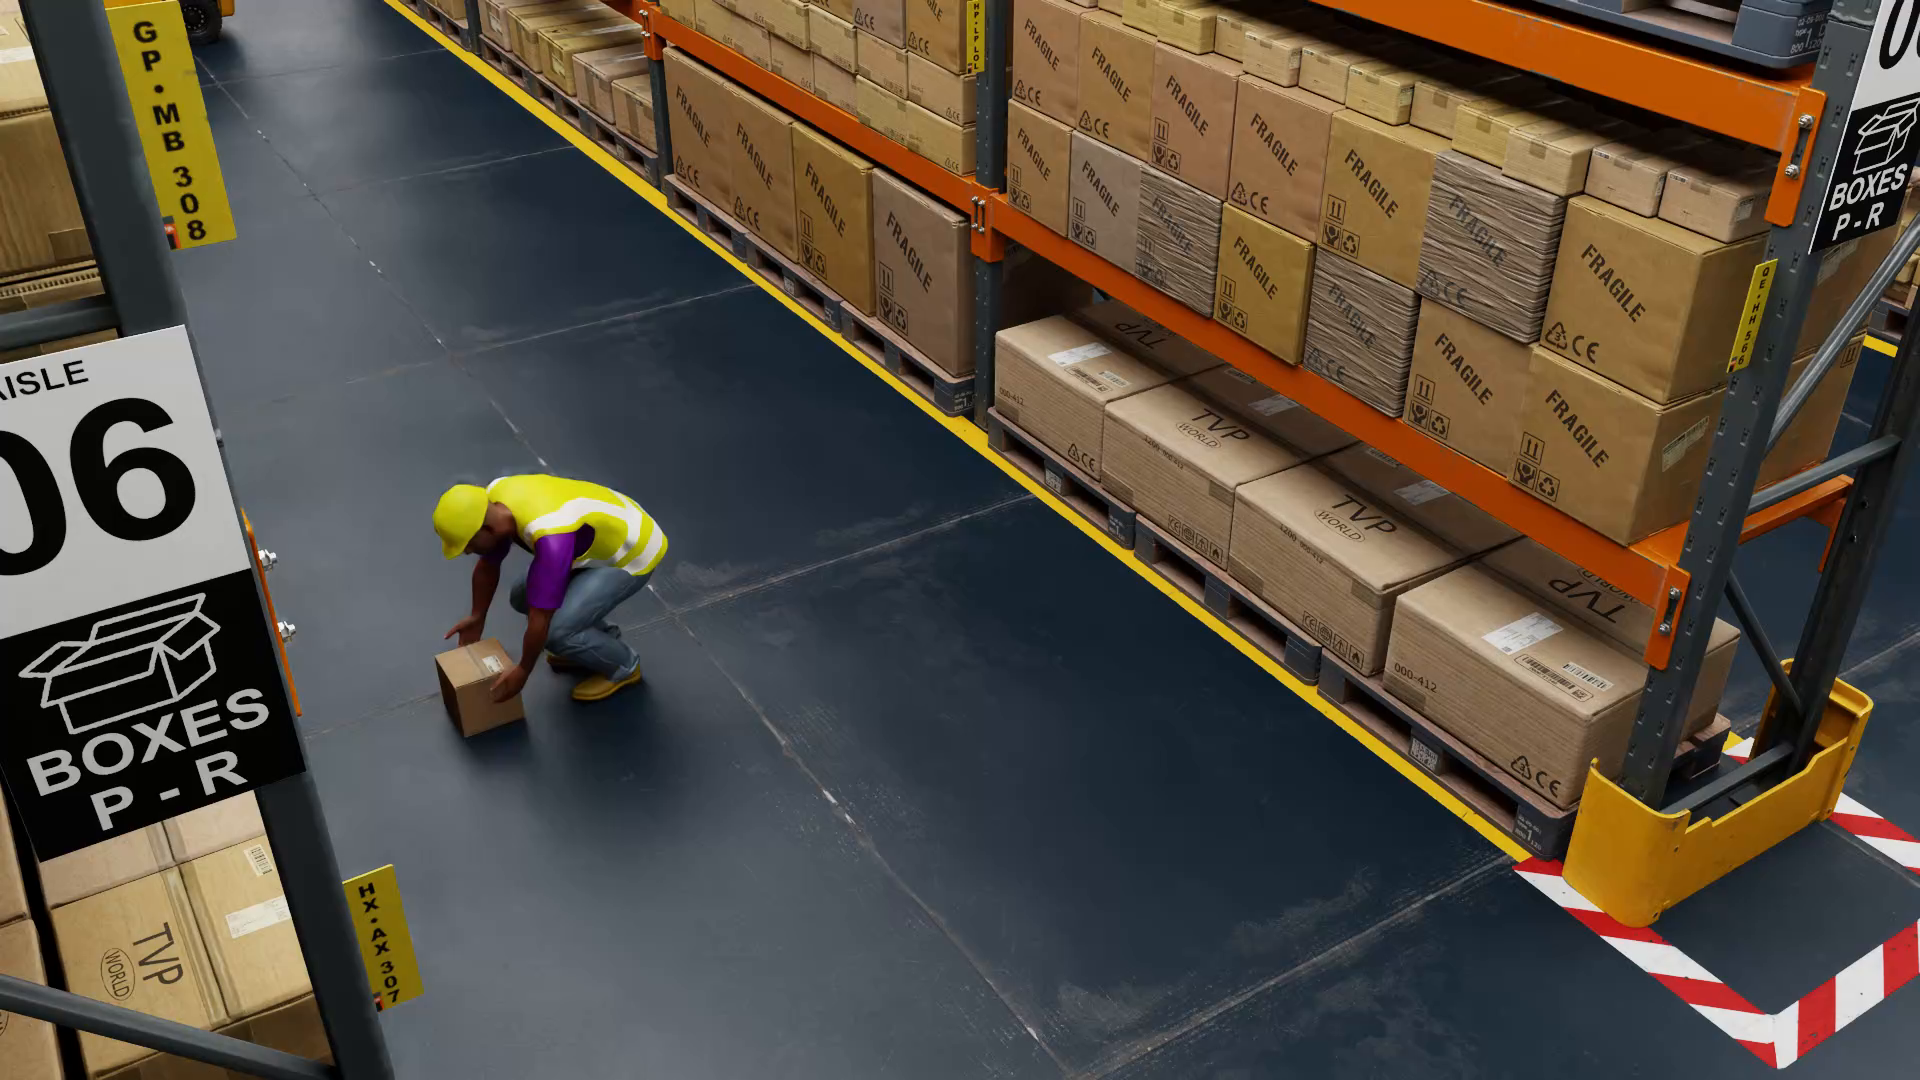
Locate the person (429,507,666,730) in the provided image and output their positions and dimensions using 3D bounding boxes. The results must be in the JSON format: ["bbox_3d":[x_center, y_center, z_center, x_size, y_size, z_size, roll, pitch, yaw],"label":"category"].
[{"bbox_3d":[-1.606,0.231,6.572,0.896,0.893,0.567,-19,37,-27],"label":"person"}]
